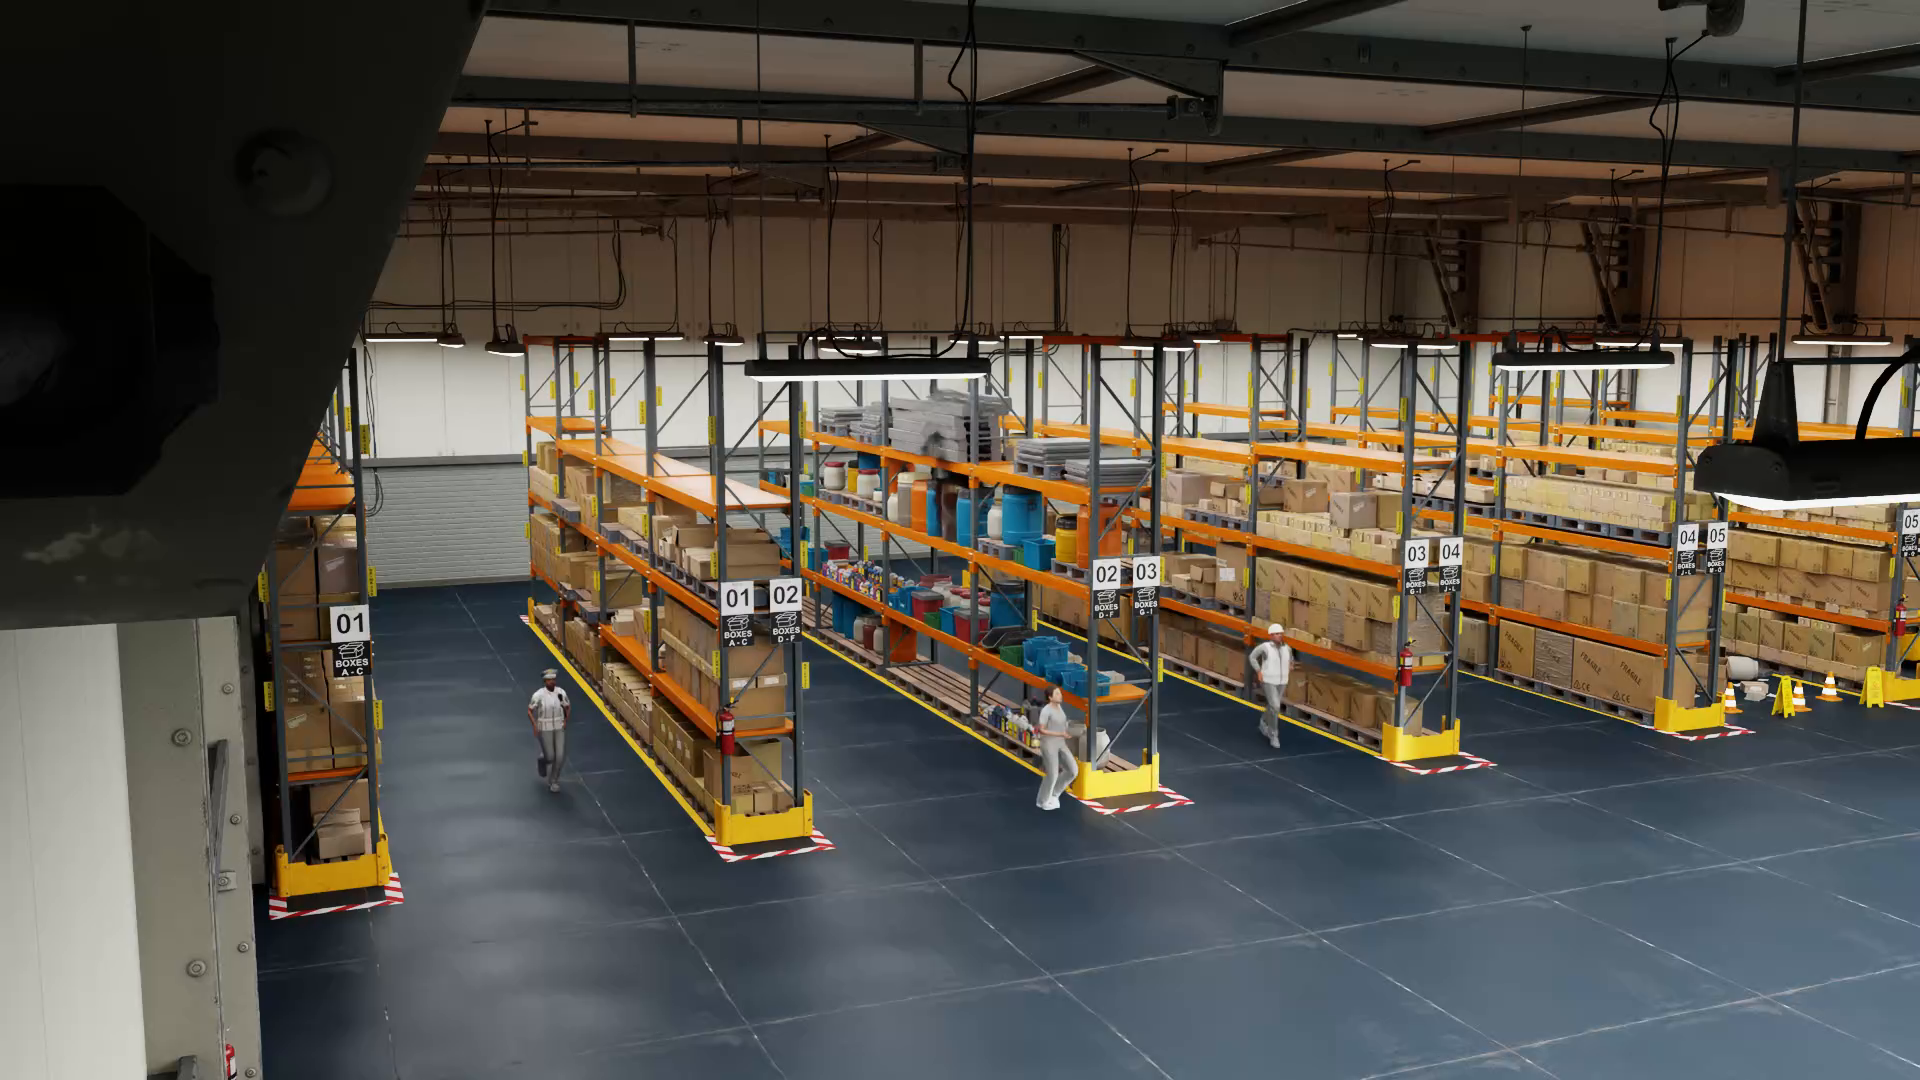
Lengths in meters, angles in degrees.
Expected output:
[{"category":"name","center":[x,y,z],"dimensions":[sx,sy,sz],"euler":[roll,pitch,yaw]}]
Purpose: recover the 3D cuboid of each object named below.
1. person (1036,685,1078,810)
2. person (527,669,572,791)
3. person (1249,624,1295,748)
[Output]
[{"category":"person","center":[1.248,2.674,21.395],"dimensions":[0.565,1.642,0.576],"euler":[6,10,37]},{"category":"person","center":[-5.525,2.547,22.476],"dimensions":[0.583,1.657,0.558],"euler":[-4,9,-28]},{"category":"person","center":[4.706,2.155,24.903],"dimensions":[0.640,1.830,0.784],"euler":[-3,8,-24]}]
